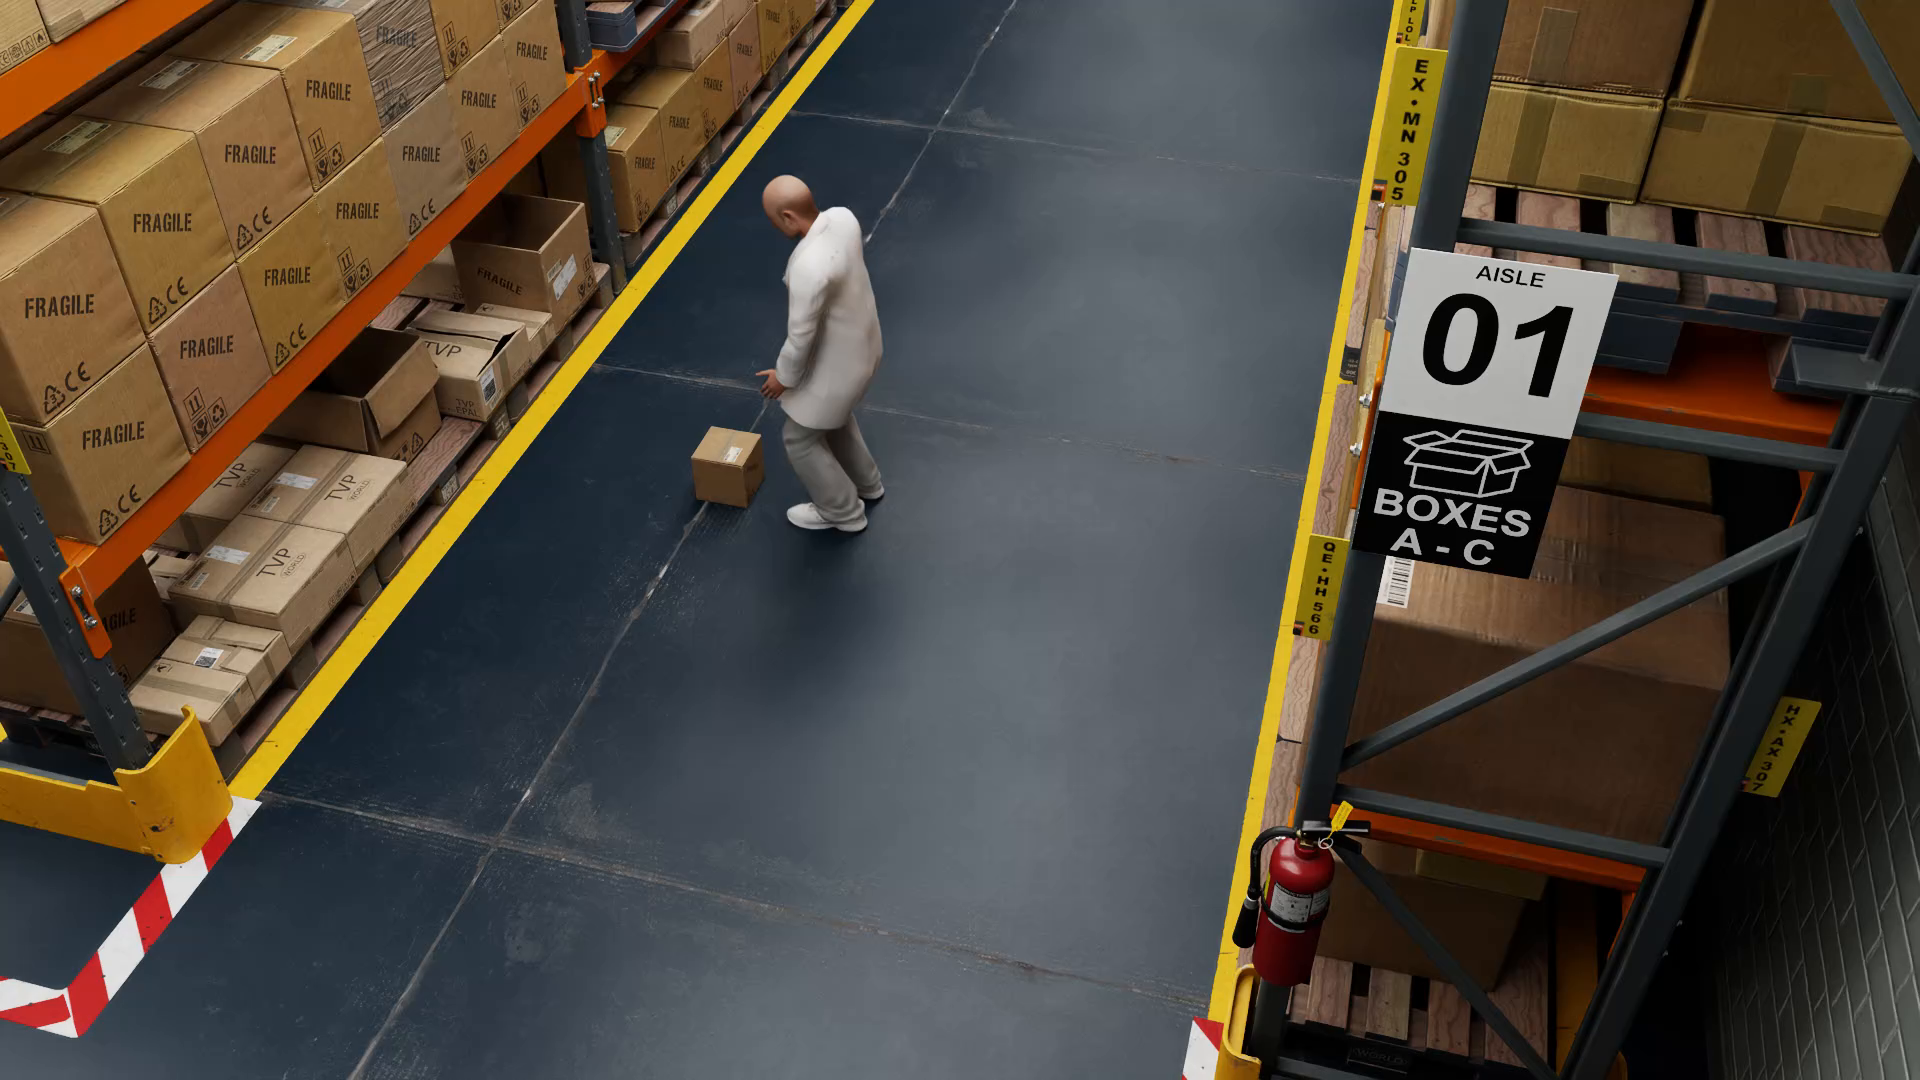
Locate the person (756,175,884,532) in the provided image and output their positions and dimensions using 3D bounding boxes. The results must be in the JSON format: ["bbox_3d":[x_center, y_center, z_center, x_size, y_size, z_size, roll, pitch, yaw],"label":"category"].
[{"bbox_3d":[-0.589,-0.779,7.156,0.459,1.693,0.599,11,42,12],"label":"person"}]
